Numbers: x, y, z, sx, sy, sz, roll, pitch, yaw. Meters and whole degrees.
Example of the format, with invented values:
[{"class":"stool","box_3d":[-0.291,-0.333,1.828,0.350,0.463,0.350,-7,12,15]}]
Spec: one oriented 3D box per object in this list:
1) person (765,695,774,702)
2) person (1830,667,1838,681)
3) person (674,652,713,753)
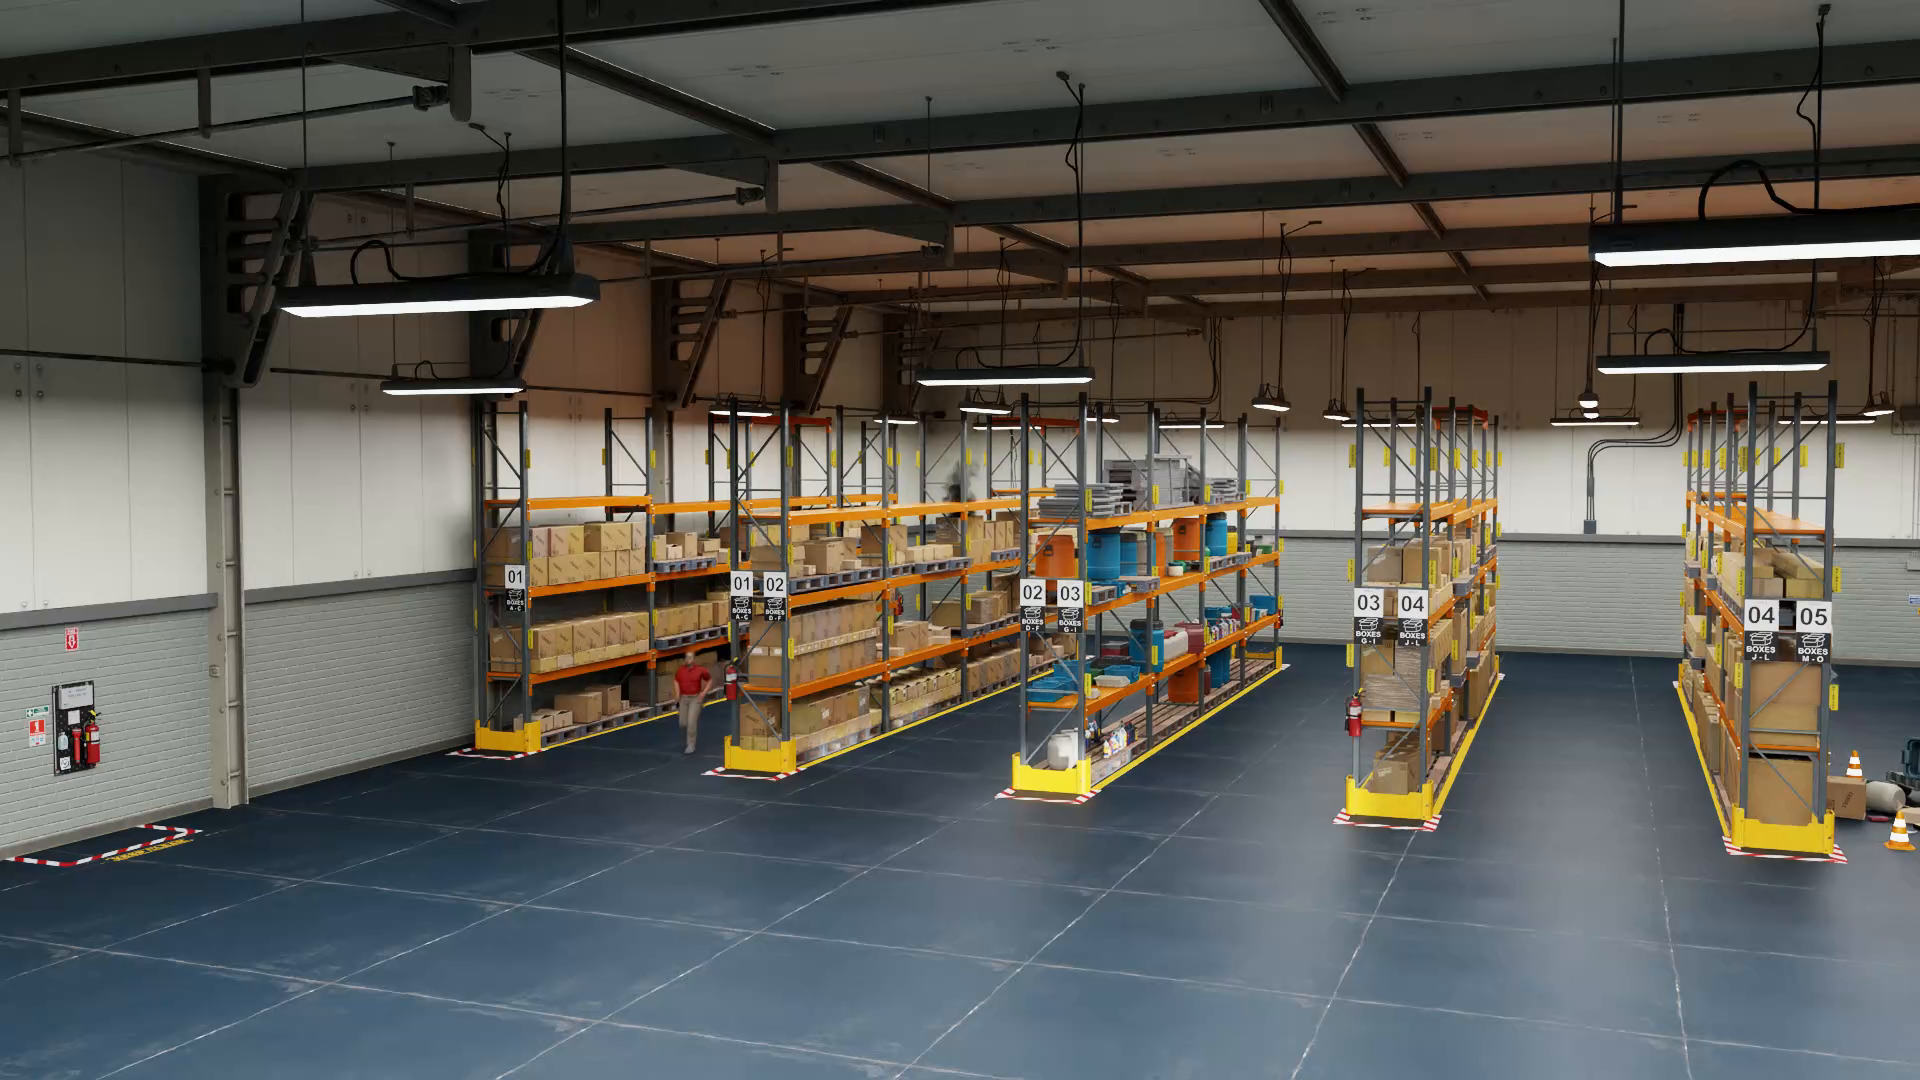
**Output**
[{"class":"person","box_3d":[-3.409,2.605,30.913,0.710,1.747,0.968,1,3,20]},{"class":"person","box_3d":[18.836,2.395,36.679,0.979,1.750,0.563,1,3,13]},{"class":"person","box_3d":[-4.593,2.769,28.605,0.688,1.716,0.710,1,3,12]}]
